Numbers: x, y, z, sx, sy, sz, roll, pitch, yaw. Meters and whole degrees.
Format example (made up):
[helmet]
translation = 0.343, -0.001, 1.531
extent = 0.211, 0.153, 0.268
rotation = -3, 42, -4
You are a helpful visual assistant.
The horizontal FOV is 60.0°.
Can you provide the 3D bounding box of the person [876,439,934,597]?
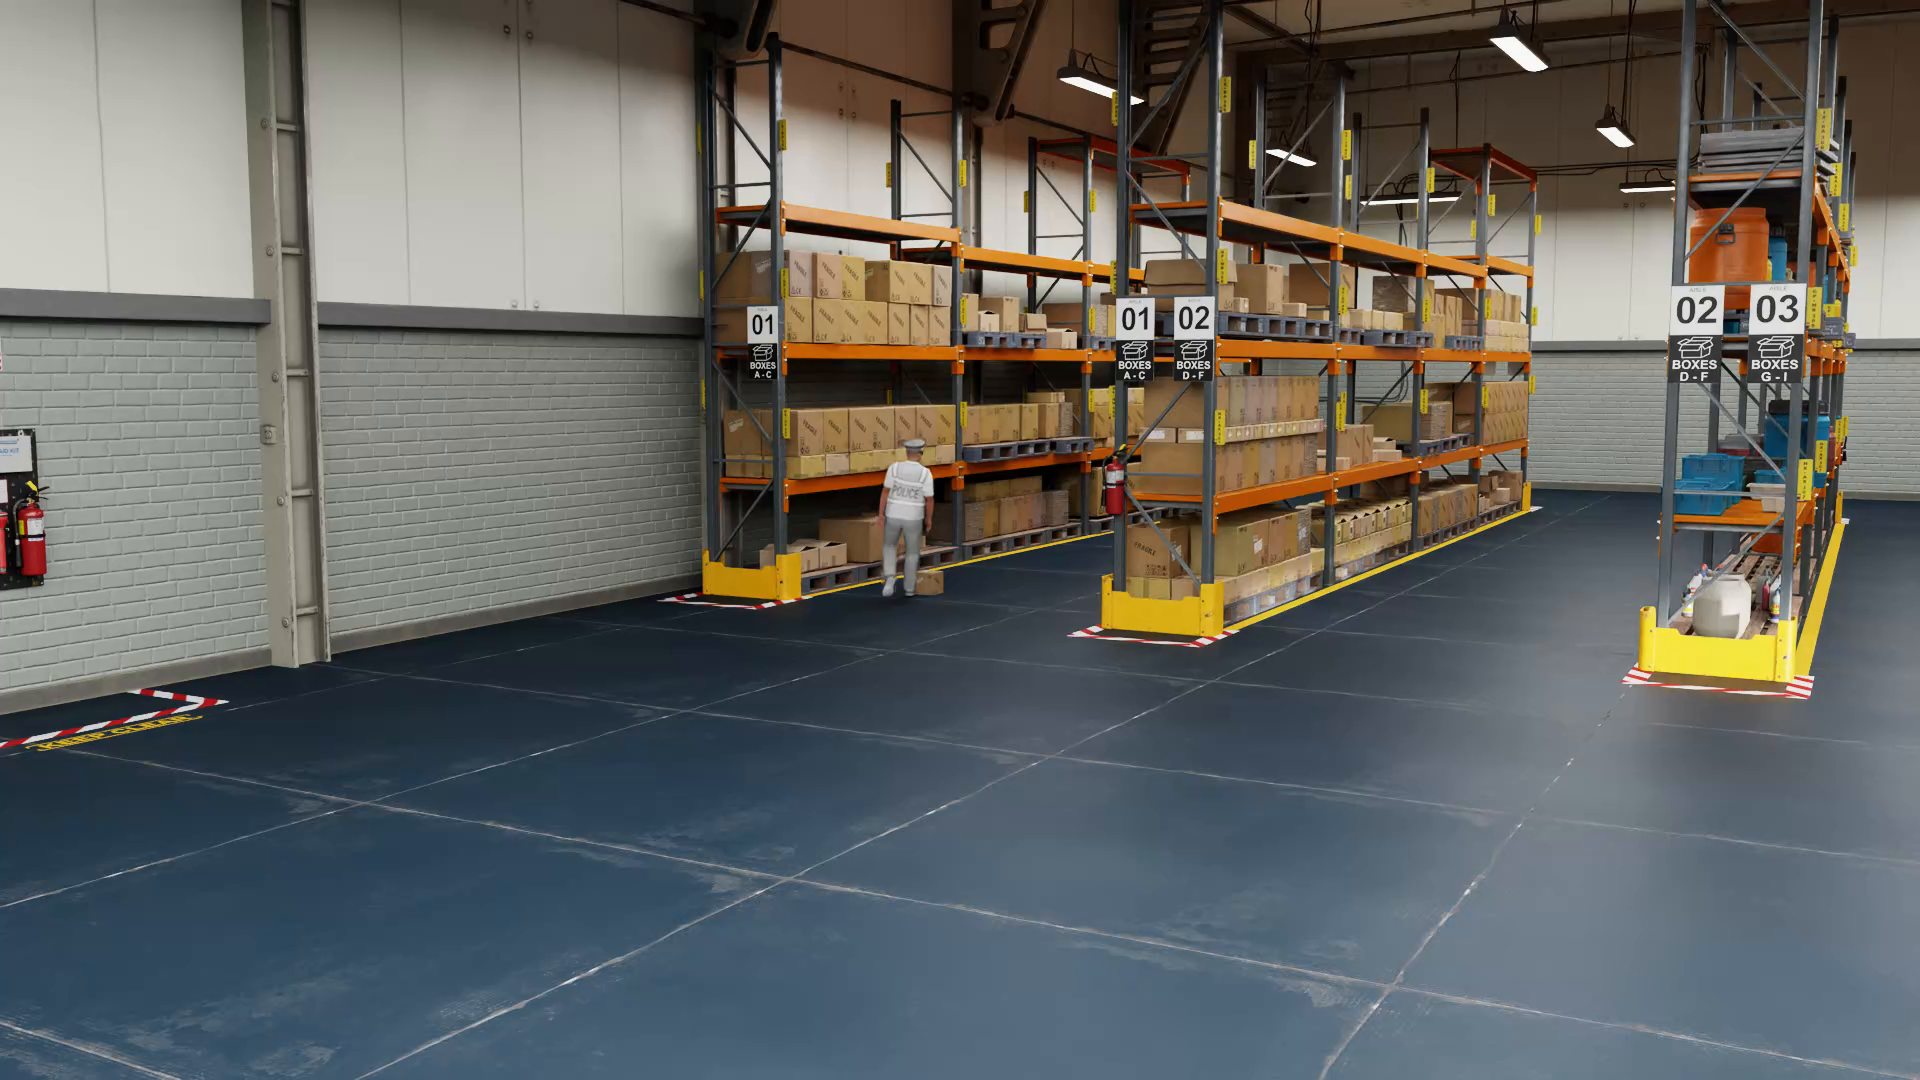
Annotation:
[person]
translation = -0.574, -0.240, 18.315
extent = 0.627, 1.758, 0.608
rotation = 1, 6, 10
